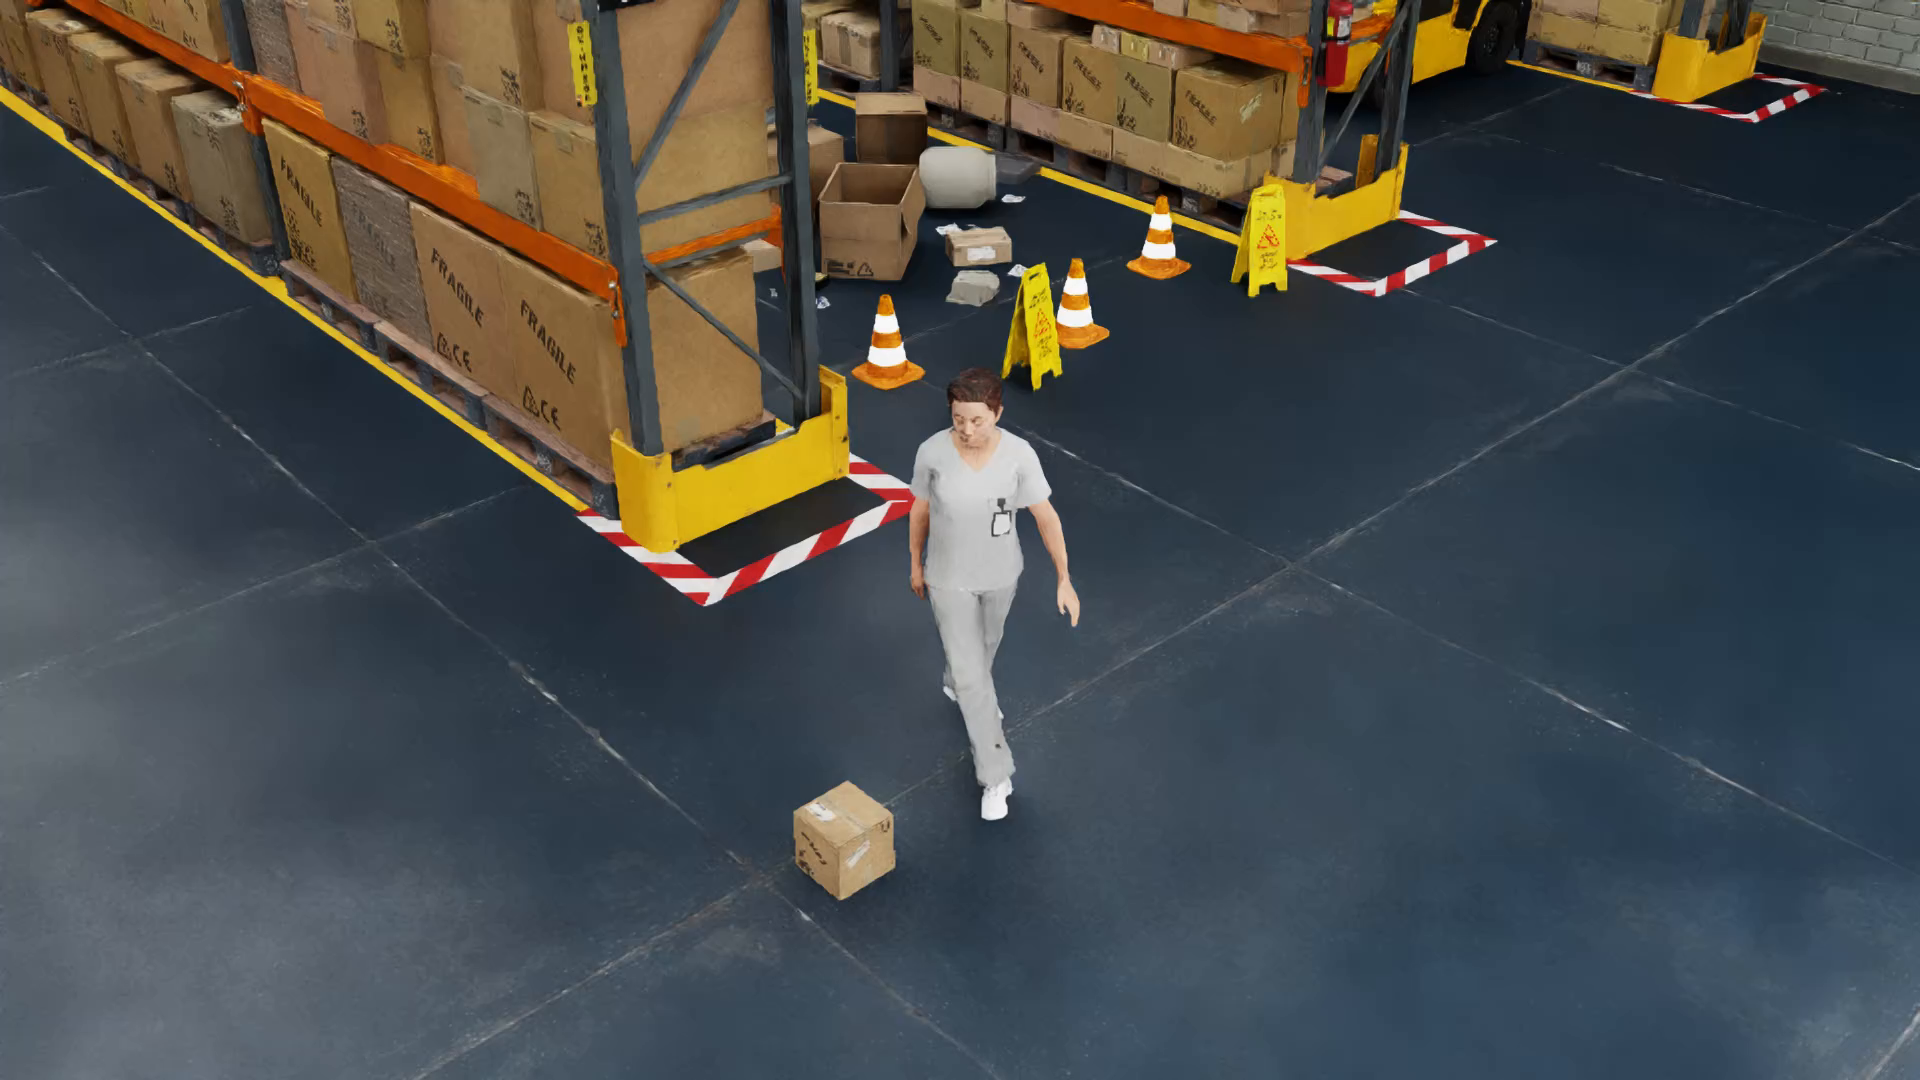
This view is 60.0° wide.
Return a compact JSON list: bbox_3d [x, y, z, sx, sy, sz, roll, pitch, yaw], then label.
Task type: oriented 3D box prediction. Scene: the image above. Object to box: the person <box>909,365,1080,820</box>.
[{"bbox_3d":[0.117,0.135,5.906,0.552,1.643,0.870,-7,32,-11],"label":"person"}]
